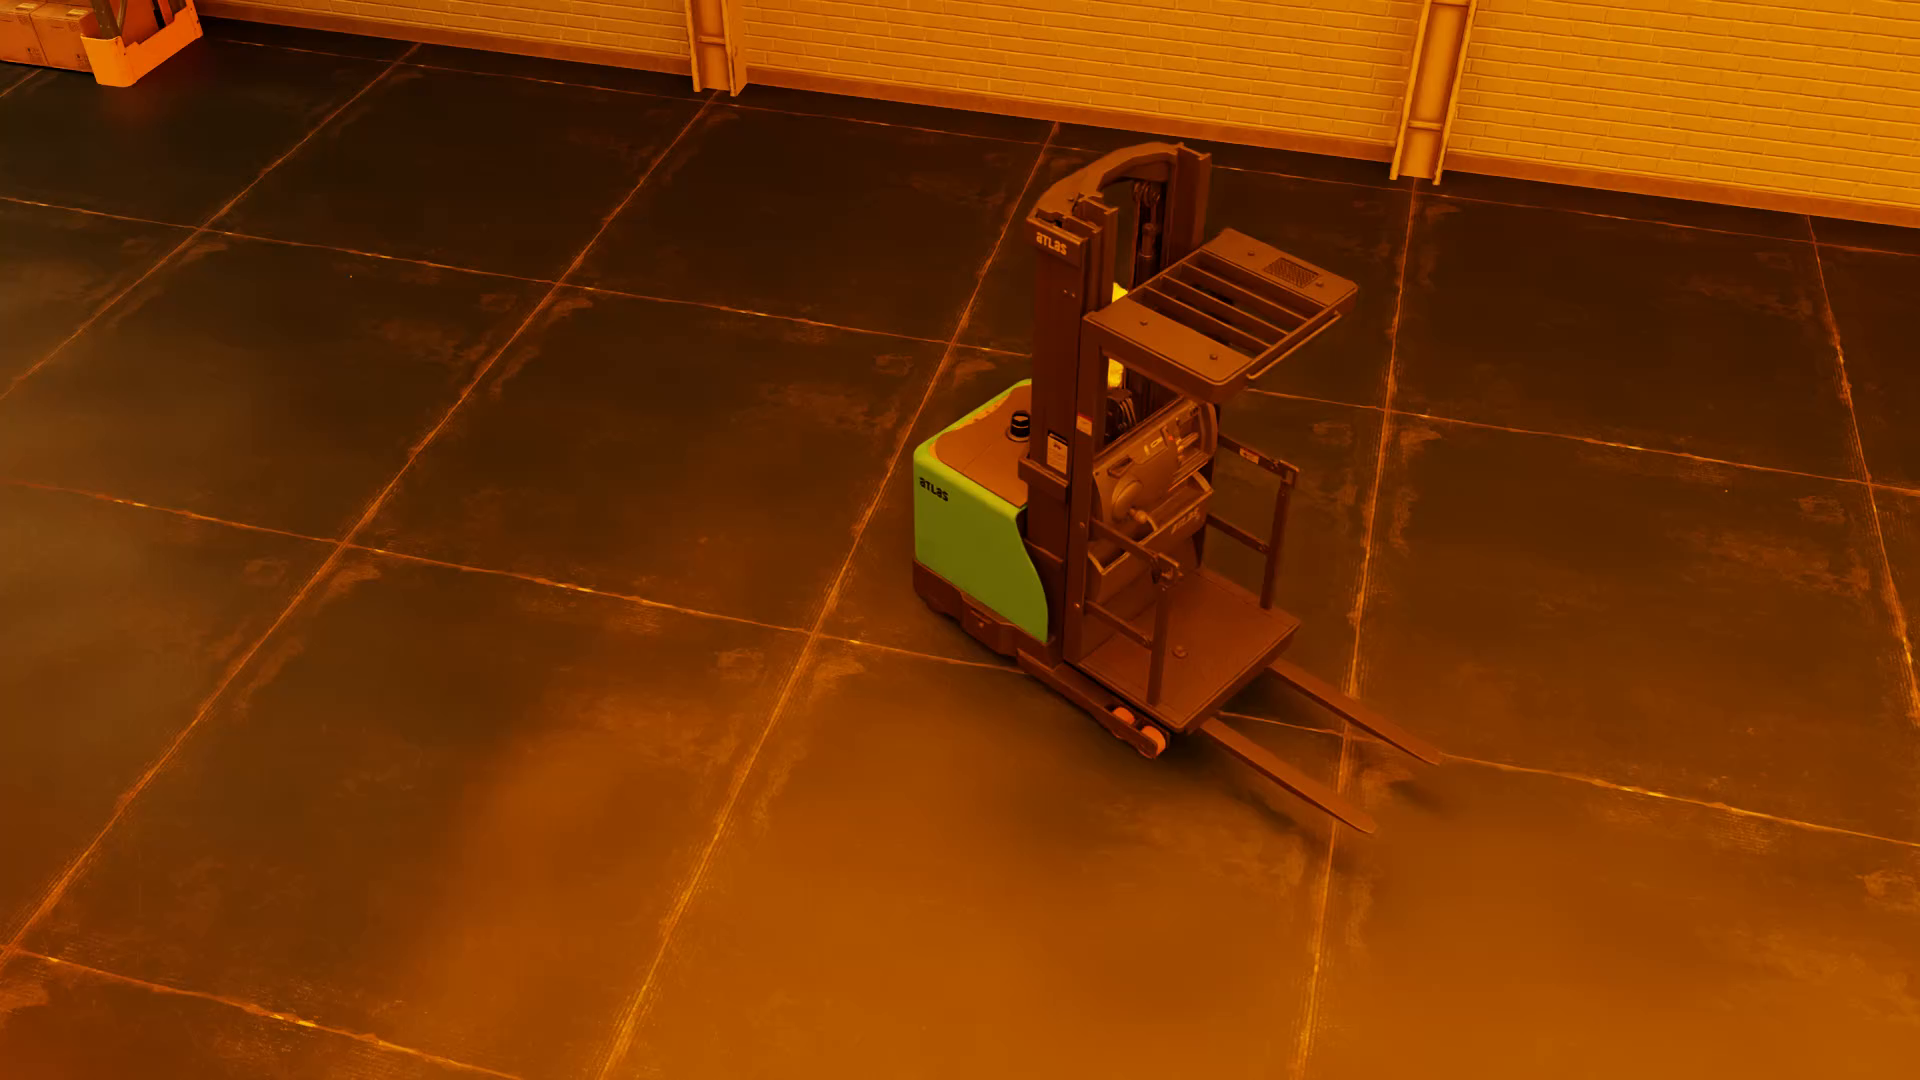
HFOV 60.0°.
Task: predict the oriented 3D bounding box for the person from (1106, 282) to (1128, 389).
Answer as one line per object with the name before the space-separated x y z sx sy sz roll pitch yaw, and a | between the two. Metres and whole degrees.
person | 0.808 -0.967 9.873 0.805 1.737 0.440 31 50 30

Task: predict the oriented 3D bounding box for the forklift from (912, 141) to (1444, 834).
forklift | 1.142 -0.346 8.257 3.031 2.935 1.130 32 50 31
